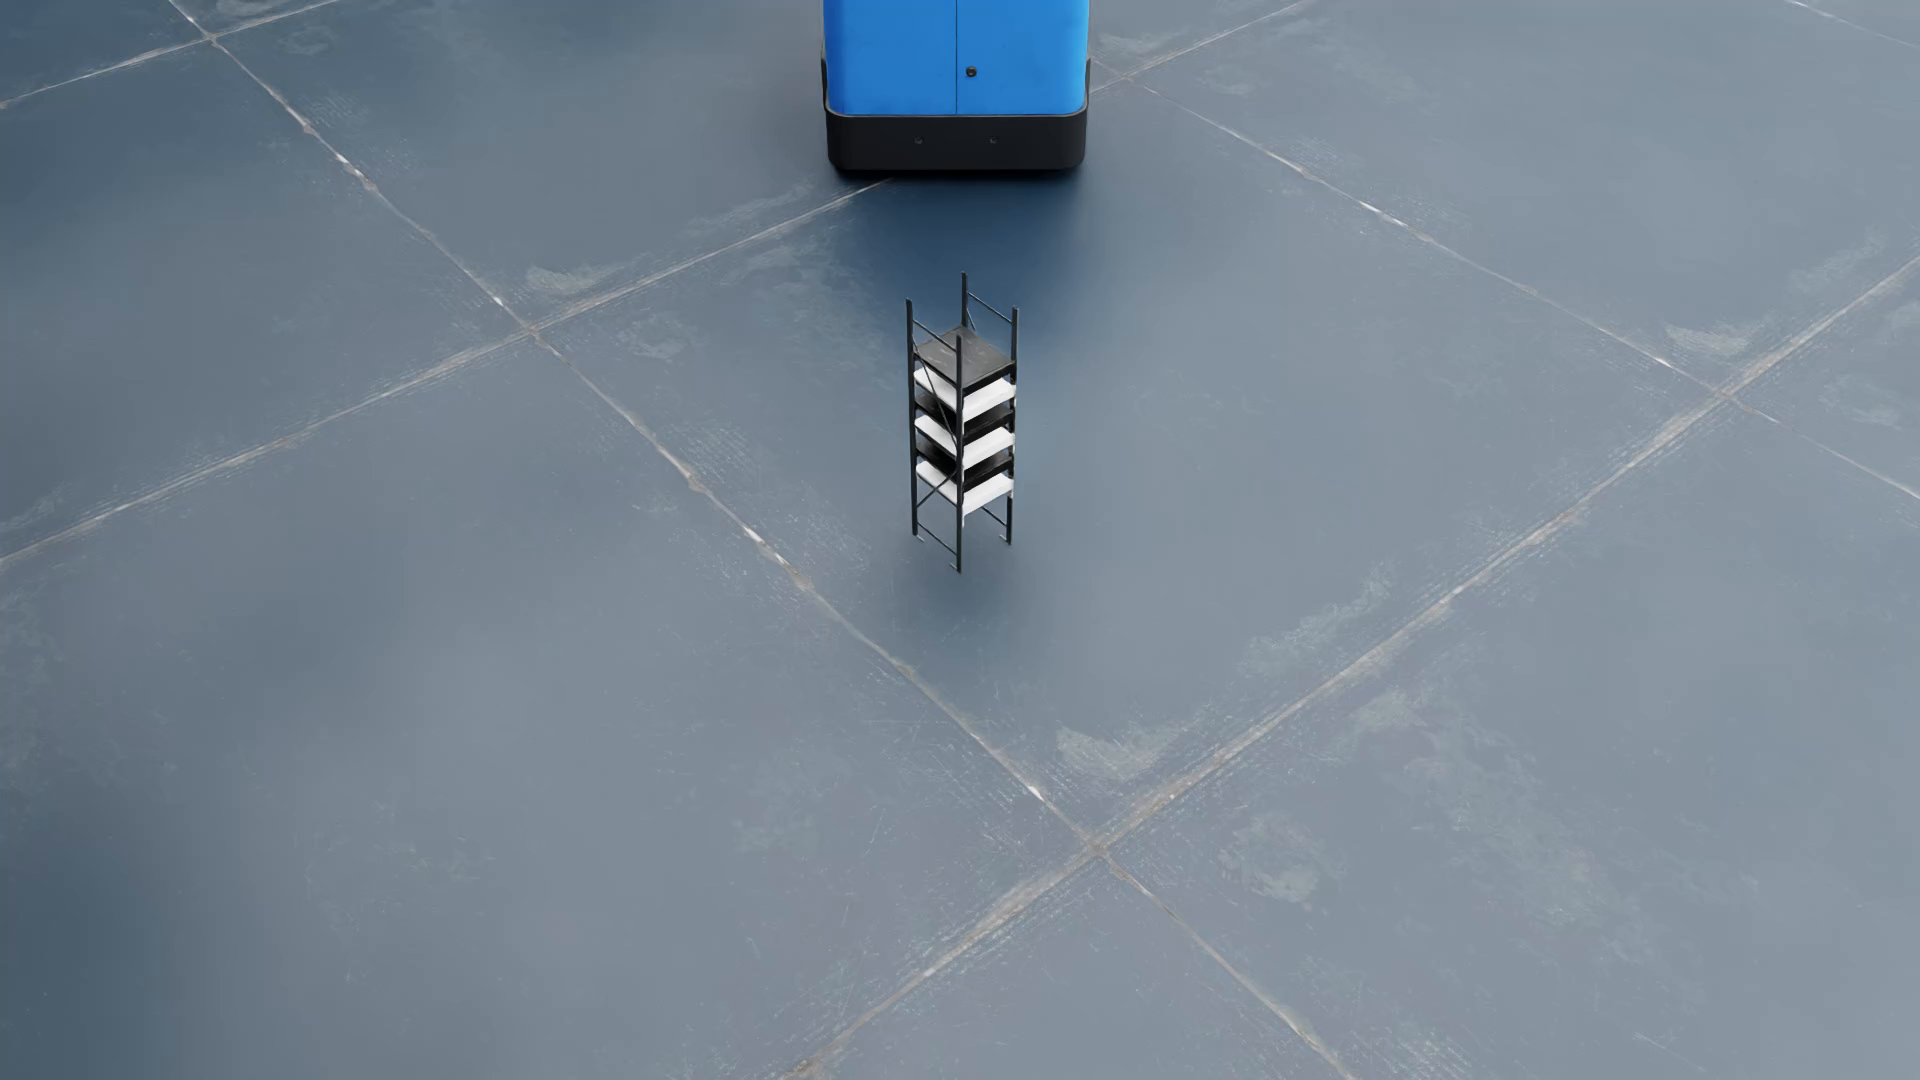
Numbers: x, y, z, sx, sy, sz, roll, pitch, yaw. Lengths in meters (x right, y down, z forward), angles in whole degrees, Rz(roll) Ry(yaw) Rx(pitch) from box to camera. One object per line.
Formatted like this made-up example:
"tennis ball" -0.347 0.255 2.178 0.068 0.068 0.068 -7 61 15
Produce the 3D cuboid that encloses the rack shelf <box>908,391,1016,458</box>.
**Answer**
"rack shelf" 0.006 -0.373 4.907 0.200 0.077 0.258 -30 51 -28

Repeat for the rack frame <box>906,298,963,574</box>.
"rack frame" -0.072 -0.287 4.898 0.006 0.900 0.240 -30 51 -28

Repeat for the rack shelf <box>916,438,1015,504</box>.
"rack shelf" 0.006 -0.242 5.030 0.200 0.077 0.258 -30 51 -28

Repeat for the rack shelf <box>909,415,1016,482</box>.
"rack shelf" 0.006 -0.307 4.969 0.200 0.077 0.258 -30 51 -28

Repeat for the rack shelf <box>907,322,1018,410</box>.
"rack shelf" 0.006 -0.504 4.784 0.200 0.077 0.258 -30 51 -28

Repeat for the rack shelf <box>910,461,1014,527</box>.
"rack shelf" 0.006 -0.176 5.092 0.200 0.077 0.258 -30 51 -28

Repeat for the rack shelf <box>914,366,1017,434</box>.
"rack shelf" 0.006 -0.438 4.845 0.200 0.077 0.258 -30 51 -28

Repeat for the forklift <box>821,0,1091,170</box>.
"forklift" -0.023 -3.554 6.893 1.130 2.935 3.031 0 43 0

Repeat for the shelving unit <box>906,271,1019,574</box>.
"shelving unit" 0.006 -0.332 4.946 0.210 0.900 0.258 -30 51 -28

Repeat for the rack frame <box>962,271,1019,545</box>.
"rack frame" 0.084 -0.376 4.993 0.006 0.900 0.240 -30 51 -28
